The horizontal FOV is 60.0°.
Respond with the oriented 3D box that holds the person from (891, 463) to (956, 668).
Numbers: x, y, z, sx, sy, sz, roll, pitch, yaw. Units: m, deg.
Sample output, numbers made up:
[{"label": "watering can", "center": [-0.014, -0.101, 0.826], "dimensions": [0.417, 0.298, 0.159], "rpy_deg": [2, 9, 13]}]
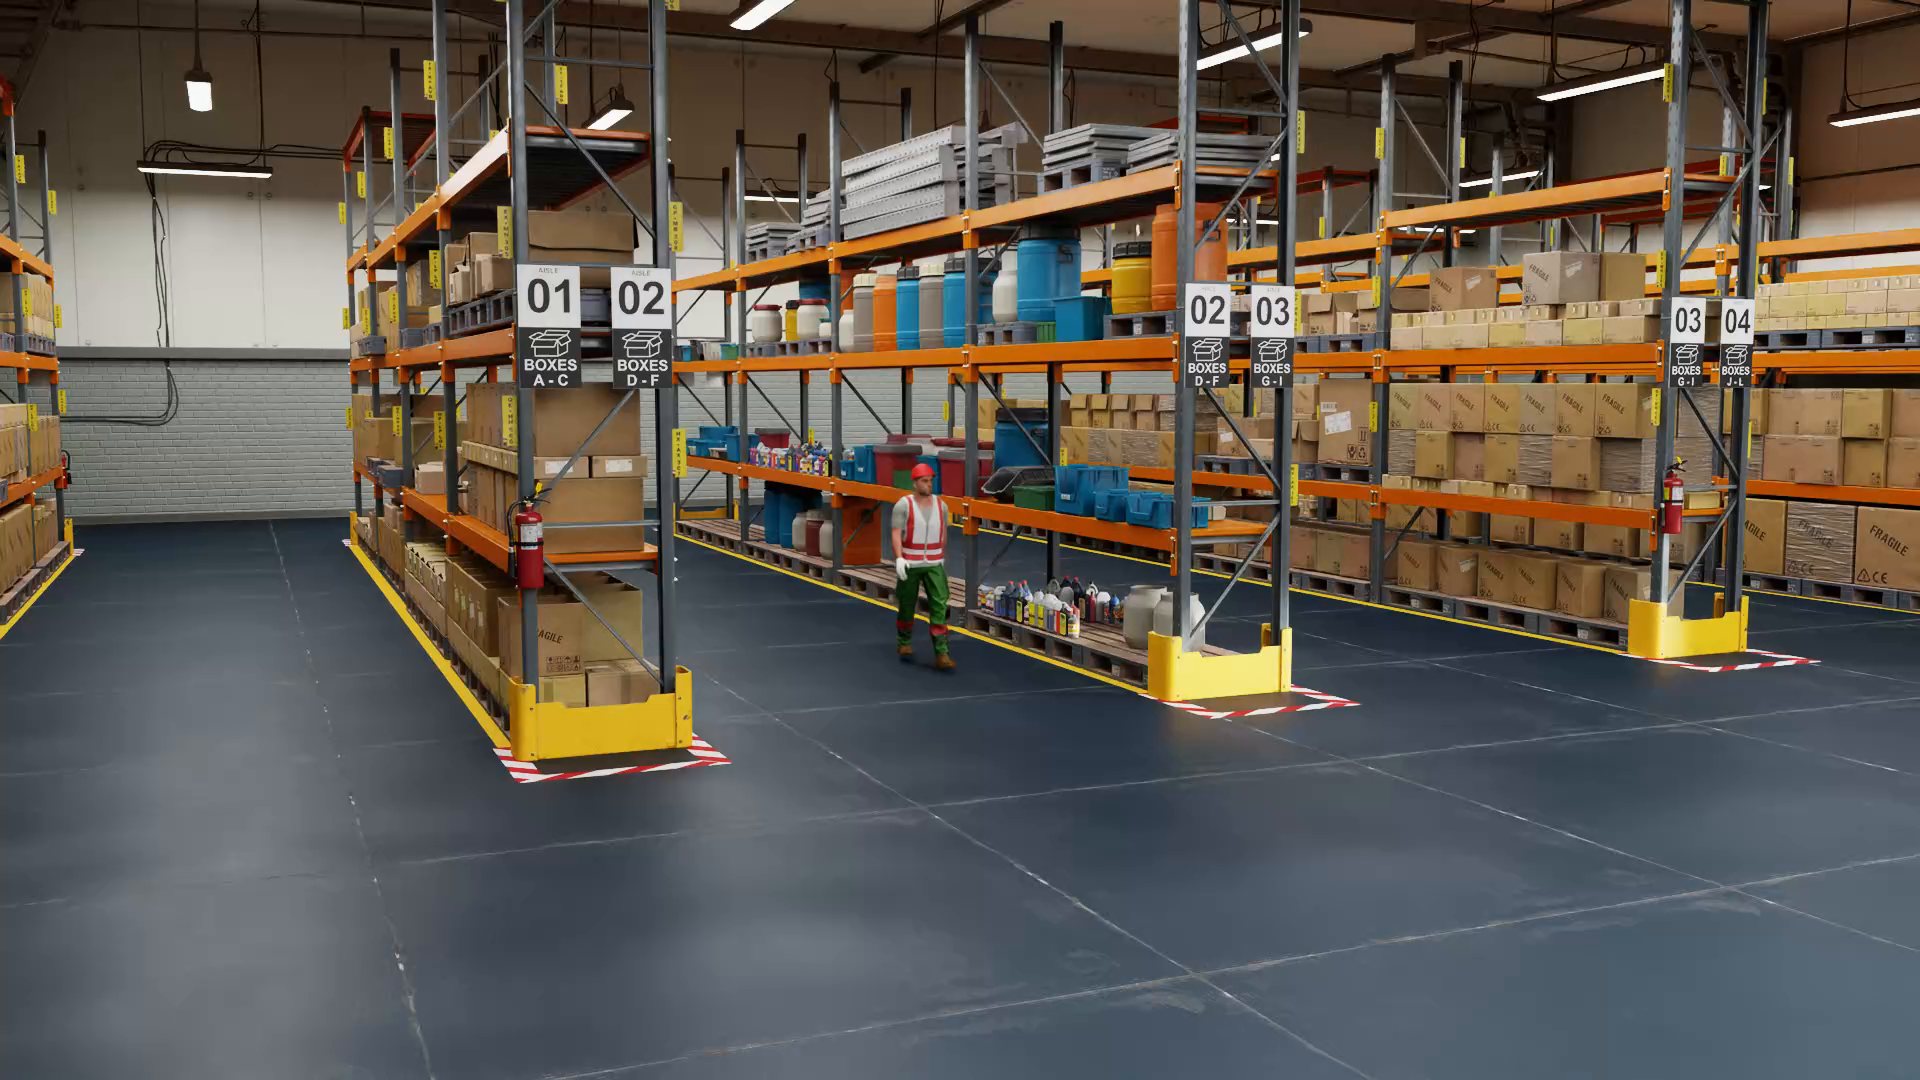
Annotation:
[{"label": "person", "center": [-0.322, 0.202, 14.336], "dimensions": [0.559, 1.724, 1.069], "rpy_deg": [-2, 6, -17]}]
